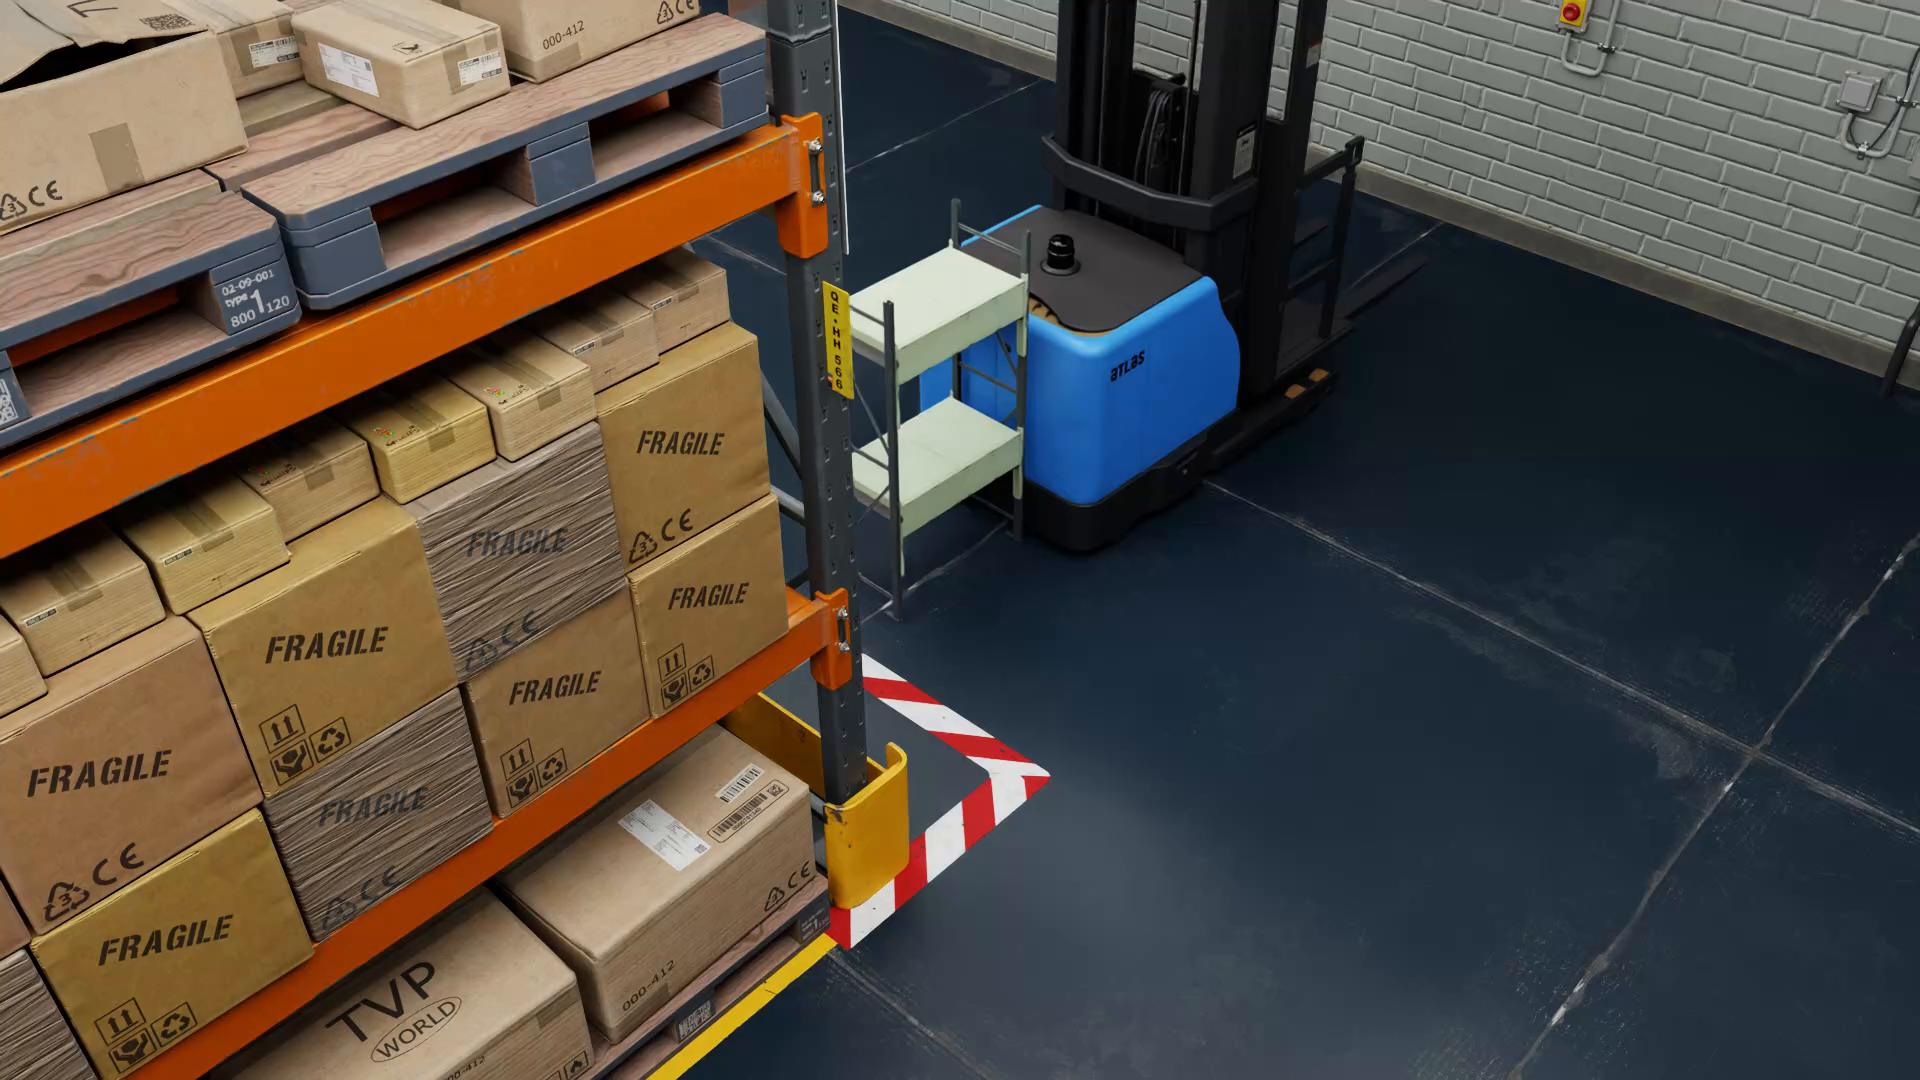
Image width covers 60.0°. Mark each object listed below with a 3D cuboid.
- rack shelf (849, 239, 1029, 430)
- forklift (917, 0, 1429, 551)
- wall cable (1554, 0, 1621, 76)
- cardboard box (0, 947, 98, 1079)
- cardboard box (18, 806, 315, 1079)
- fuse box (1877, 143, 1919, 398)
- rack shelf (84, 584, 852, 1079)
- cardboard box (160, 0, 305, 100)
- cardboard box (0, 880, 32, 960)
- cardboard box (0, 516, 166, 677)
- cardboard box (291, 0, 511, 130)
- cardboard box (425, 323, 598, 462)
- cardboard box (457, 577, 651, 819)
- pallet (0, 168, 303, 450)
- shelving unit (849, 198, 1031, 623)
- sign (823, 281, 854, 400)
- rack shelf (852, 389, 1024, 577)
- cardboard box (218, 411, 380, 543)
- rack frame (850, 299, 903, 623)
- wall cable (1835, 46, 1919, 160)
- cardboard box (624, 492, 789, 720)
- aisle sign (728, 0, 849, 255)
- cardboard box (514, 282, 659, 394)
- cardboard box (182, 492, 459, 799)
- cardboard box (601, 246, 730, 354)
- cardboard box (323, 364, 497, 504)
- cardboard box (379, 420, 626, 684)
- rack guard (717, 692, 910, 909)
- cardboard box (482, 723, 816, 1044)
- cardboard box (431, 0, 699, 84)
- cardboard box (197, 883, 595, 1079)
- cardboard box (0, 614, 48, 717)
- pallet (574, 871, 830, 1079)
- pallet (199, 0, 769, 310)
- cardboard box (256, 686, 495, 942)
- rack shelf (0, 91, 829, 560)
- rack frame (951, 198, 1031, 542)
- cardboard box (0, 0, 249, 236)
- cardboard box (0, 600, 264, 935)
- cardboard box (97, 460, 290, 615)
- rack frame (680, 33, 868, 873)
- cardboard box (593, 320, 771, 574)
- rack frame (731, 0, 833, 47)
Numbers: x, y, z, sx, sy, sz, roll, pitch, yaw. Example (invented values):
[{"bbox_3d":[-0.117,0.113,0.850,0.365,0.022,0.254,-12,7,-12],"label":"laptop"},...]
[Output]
[{"bbox_3d":[-0.134,-0.807,6.433,0.431,0.370,0.720,31,48,33],"label":"rack shelf"},{"bbox_3d":[1.186,-1.923,7.313,1.130,2.935,3.031,31,48,33],"label":"forklift"},{"bbox_3d":[3.074,-3.222,8.050,0.585,1.953,0.123,30,47,32],"label":"wall cable"},{"bbox_3d":[-2.219,1.026,3.469,0.500,0.500,0.500,30,47,32],"label":"cardboard box"},{"bbox_3d":[-1.872,0.789,3.767,0.500,0.500,0.500,31,48,33],"label":"cardboard box"},{"bbox_3d":[4.526,-1.359,7.584,0.539,1.711,0.414,30,47,32],"label":"fuse box"},{"bbox_3d":[-2.062,0.989,4.174,1.077,0.370,4.000,30,47,32],"label":"rack shelf"},{"bbox_3d":[-1.617,-1.088,3.582,0.380,0.149,0.250,31,48,33],"label":"cardboard box"},{"bbox_3d":[-2.212,0.618,3.179,0.500,0.500,0.500,31,48,33],"label":"cardboard box"},{"bbox_3d":[-1.819,0.075,3.341,0.380,0.149,0.250,31,48,33],"label":"cardboard box"},{"bbox_3d":[-1.174,-1.020,3.497,0.380,0.149,0.250,26,45,29],"label":"cardboard box"},{"bbox_3d":[-1.073,-0.366,3.896,0.380,0.149,0.250,29,47,31],"label":"cardboard box"},{"bbox_3d":[-1.193,0.306,4.374,0.500,0.500,0.500,29,47,31],"label":"cardboard box"},{"bbox_3d":[-2.029,-0.443,3.058,1.003,0.211,1.213,30,47,32],"label":"pallet"},{"bbox_3d":[-0.134,-0.502,6.676,0.431,1.500,0.755,31,48,33],"label":"shelving unit"},{"bbox_3d":[-0.322,-0.523,4.377,0.100,0.325,0.005,30,47,32],"label":"sign"},{"bbox_3d":[-0.134,-0.247,6.879,0.431,0.370,0.720,31,48,33],"label":"rack shelf"},{"bbox_3d":[-1.502,-0.178,3.658,0.380,0.149,0.250,29,47,32],"label":"cardboard box"},{"bbox_3d":[-0.386,-0.337,6.469,0.400,1.500,0.023,31,48,33],"label":"rack frame"},{"bbox_3d":[4.128,-2.619,7.318,0.588,1.984,0.122,30,47,32],"label":"wall cable"},{"bbox_3d":[-0.843,0.082,4.657,0.500,0.500,0.500,30,47,32],"label":"cardboard box"},{"bbox_3d":[-0.436,-1.132,4.175,0.394,0.787,0.004,30,47,32],"label":"aisle sign"},{"bbox_3d":[-0.961,-0.520,4.089,0.380,0.149,0.250,31,48,33],"label":"cardboard box"},{"bbox_3d":[-1.530,0.158,3.758,0.500,0.500,0.500,29,47,32],"label":"cardboard box"},{"bbox_3d":[-0.808,-0.647,4.249,0.380,0.149,0.250,30,47,32],"label":"cardboard box"},{"bbox_3d":[-1.273,-0.268,3.772,0.380,0.149,0.250,31,48,33],"label":"cardboard box"},{"bbox_3d":[-1.194,-0.068,4.042,0.500,0.500,0.500,30,47,32],"label":"cardboard box"},{"bbox_3d":[-0.697,0.756,5.898,1.175,0.500,0.348,30,47,32],"label":"rack guard"},{"bbox_3d":[-1.085,0.972,5.339,0.875,0.438,0.875,28,46,31],"label":"cardboard box"},{"bbox_3d":[-0.950,-1.286,3.750,0.500,0.250,0.500,25,45,28],"label":"cardboard box"},{"bbox_3d":[-1.696,1.396,4.806,0.875,0.438,0.875,31,48,33],"label":"cardboard box"},{"bbox_3d":[-1.966,0.214,3.166,0.380,0.149,0.250,30,47,32],"label":"cardboard box"},{"bbox_3d":[-1.195,1.280,5.471,1.003,0.211,1.213,30,47,32],"label":"pallet"},{"bbox_3d":[-1.206,-1.006,3.766,1.003,0.211,1.213,30,47,32],"label":"pallet"},{"bbox_3d":[-1.533,0.547,4.072,0.500,0.500,0.500,31,48,33],"label":"cardboard box"},{"bbox_3d":[-2.062,-0.185,3.241,1.077,0.370,4.000,30,47,32],"label":"rack shelf"},{"bbox_3d":[0.118,-0.667,6.884,0.400,1.500,0.023,31,48,33],"label":"rack frame"},{"bbox_3d":[-1.760,-0.888,3.200,0.500,0.311,0.500,31,48,33],"label":"cardboard box"},{"bbox_3d":[-1.870,0.388,3.468,0.500,0.500,0.500,29,47,32],"label":"cardboard box"},{"bbox_3d":[-1.628,-0.038,3.483,0.380,0.149,0.250,31,48,33],"label":"cardboard box"},{"bbox_3d":[-0.713,-0.212,5.106,1.000,3.000,0.127,30,47,32],"label":"rack frame"},{"bbox_3d":[-0.863,-0.321,4.360,0.500,0.500,0.500,31,48,33],"label":"cardboard box"},{"bbox_3d":[-0.713,-2.560,3.239,1.000,3.000,0.127,30,47,32],"label":"rack frame"}]
